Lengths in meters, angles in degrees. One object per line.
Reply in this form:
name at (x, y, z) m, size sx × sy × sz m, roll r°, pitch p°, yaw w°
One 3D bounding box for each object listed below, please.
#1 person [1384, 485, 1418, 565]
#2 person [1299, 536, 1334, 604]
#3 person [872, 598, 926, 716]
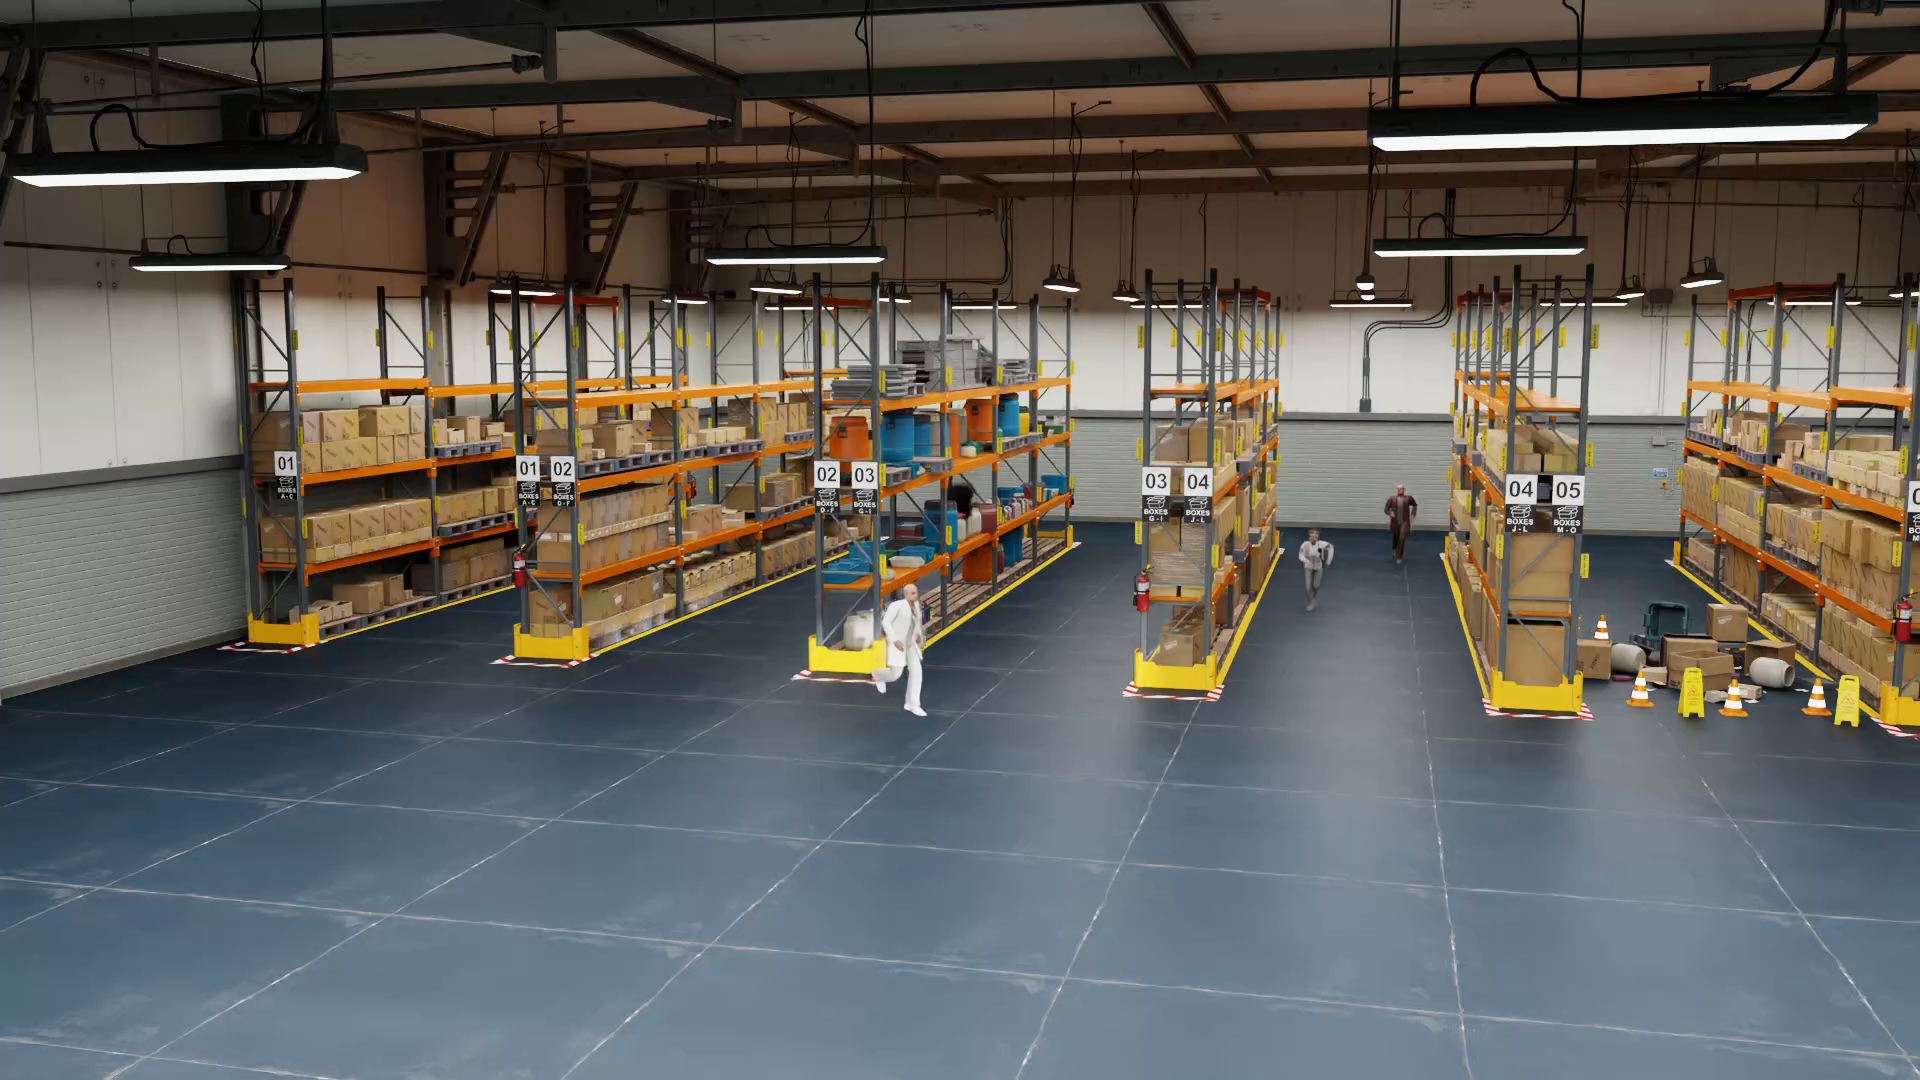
person at (9.940, -0.369, 37.535) m, size 0.718 × 1.783 × 1.008 m, roll 2°, pitch 7°, yaw 19°
person at (6.575, 0.525, 30.719) m, size 0.625 × 1.447 × 0.769 m, roll 2°, pitch 7°, yaw 14°
person at (-0.812, 1.553, 22.597) m, size 0.715 × 1.588 × 1.052 m, roll -6°, pitch 9°, yaw -42°
